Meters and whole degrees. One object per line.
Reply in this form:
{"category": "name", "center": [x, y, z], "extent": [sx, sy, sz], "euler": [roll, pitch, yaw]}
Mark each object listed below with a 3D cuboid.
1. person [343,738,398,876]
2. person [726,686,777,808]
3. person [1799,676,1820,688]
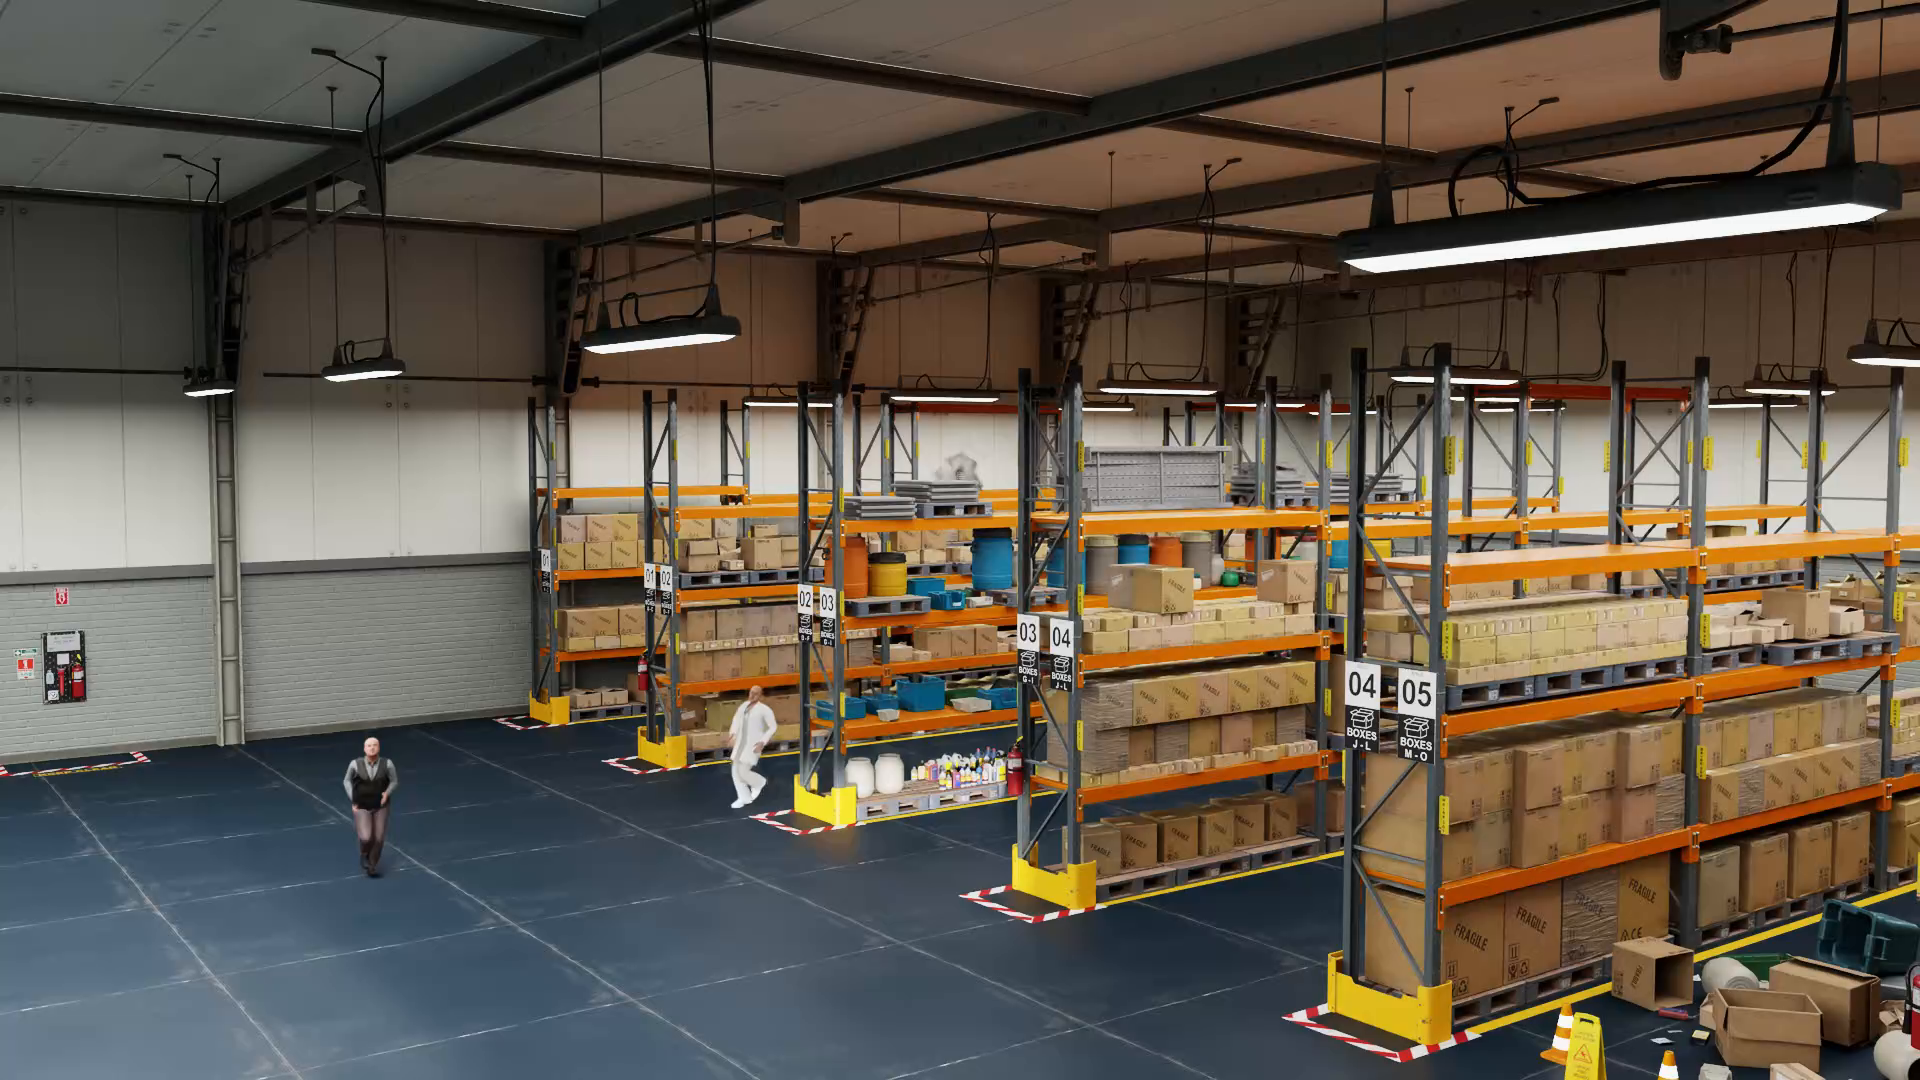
{"category": "person", "center": [-6.955, 3.170, 19.685], "extent": [0.603, 1.661, 0.591], "euler": [-2, 4, -25]}
{"category": "person", "center": [-2.938, 2.918, 23.555], "extent": [0.779, 1.731, 0.593], "euler": [2, 4, 33]}
{"category": "person", "center": [14.789, 2.529, 28.993], "extent": [0.658, 1.770, 1.005], "euler": [-2, 4, -30]}
